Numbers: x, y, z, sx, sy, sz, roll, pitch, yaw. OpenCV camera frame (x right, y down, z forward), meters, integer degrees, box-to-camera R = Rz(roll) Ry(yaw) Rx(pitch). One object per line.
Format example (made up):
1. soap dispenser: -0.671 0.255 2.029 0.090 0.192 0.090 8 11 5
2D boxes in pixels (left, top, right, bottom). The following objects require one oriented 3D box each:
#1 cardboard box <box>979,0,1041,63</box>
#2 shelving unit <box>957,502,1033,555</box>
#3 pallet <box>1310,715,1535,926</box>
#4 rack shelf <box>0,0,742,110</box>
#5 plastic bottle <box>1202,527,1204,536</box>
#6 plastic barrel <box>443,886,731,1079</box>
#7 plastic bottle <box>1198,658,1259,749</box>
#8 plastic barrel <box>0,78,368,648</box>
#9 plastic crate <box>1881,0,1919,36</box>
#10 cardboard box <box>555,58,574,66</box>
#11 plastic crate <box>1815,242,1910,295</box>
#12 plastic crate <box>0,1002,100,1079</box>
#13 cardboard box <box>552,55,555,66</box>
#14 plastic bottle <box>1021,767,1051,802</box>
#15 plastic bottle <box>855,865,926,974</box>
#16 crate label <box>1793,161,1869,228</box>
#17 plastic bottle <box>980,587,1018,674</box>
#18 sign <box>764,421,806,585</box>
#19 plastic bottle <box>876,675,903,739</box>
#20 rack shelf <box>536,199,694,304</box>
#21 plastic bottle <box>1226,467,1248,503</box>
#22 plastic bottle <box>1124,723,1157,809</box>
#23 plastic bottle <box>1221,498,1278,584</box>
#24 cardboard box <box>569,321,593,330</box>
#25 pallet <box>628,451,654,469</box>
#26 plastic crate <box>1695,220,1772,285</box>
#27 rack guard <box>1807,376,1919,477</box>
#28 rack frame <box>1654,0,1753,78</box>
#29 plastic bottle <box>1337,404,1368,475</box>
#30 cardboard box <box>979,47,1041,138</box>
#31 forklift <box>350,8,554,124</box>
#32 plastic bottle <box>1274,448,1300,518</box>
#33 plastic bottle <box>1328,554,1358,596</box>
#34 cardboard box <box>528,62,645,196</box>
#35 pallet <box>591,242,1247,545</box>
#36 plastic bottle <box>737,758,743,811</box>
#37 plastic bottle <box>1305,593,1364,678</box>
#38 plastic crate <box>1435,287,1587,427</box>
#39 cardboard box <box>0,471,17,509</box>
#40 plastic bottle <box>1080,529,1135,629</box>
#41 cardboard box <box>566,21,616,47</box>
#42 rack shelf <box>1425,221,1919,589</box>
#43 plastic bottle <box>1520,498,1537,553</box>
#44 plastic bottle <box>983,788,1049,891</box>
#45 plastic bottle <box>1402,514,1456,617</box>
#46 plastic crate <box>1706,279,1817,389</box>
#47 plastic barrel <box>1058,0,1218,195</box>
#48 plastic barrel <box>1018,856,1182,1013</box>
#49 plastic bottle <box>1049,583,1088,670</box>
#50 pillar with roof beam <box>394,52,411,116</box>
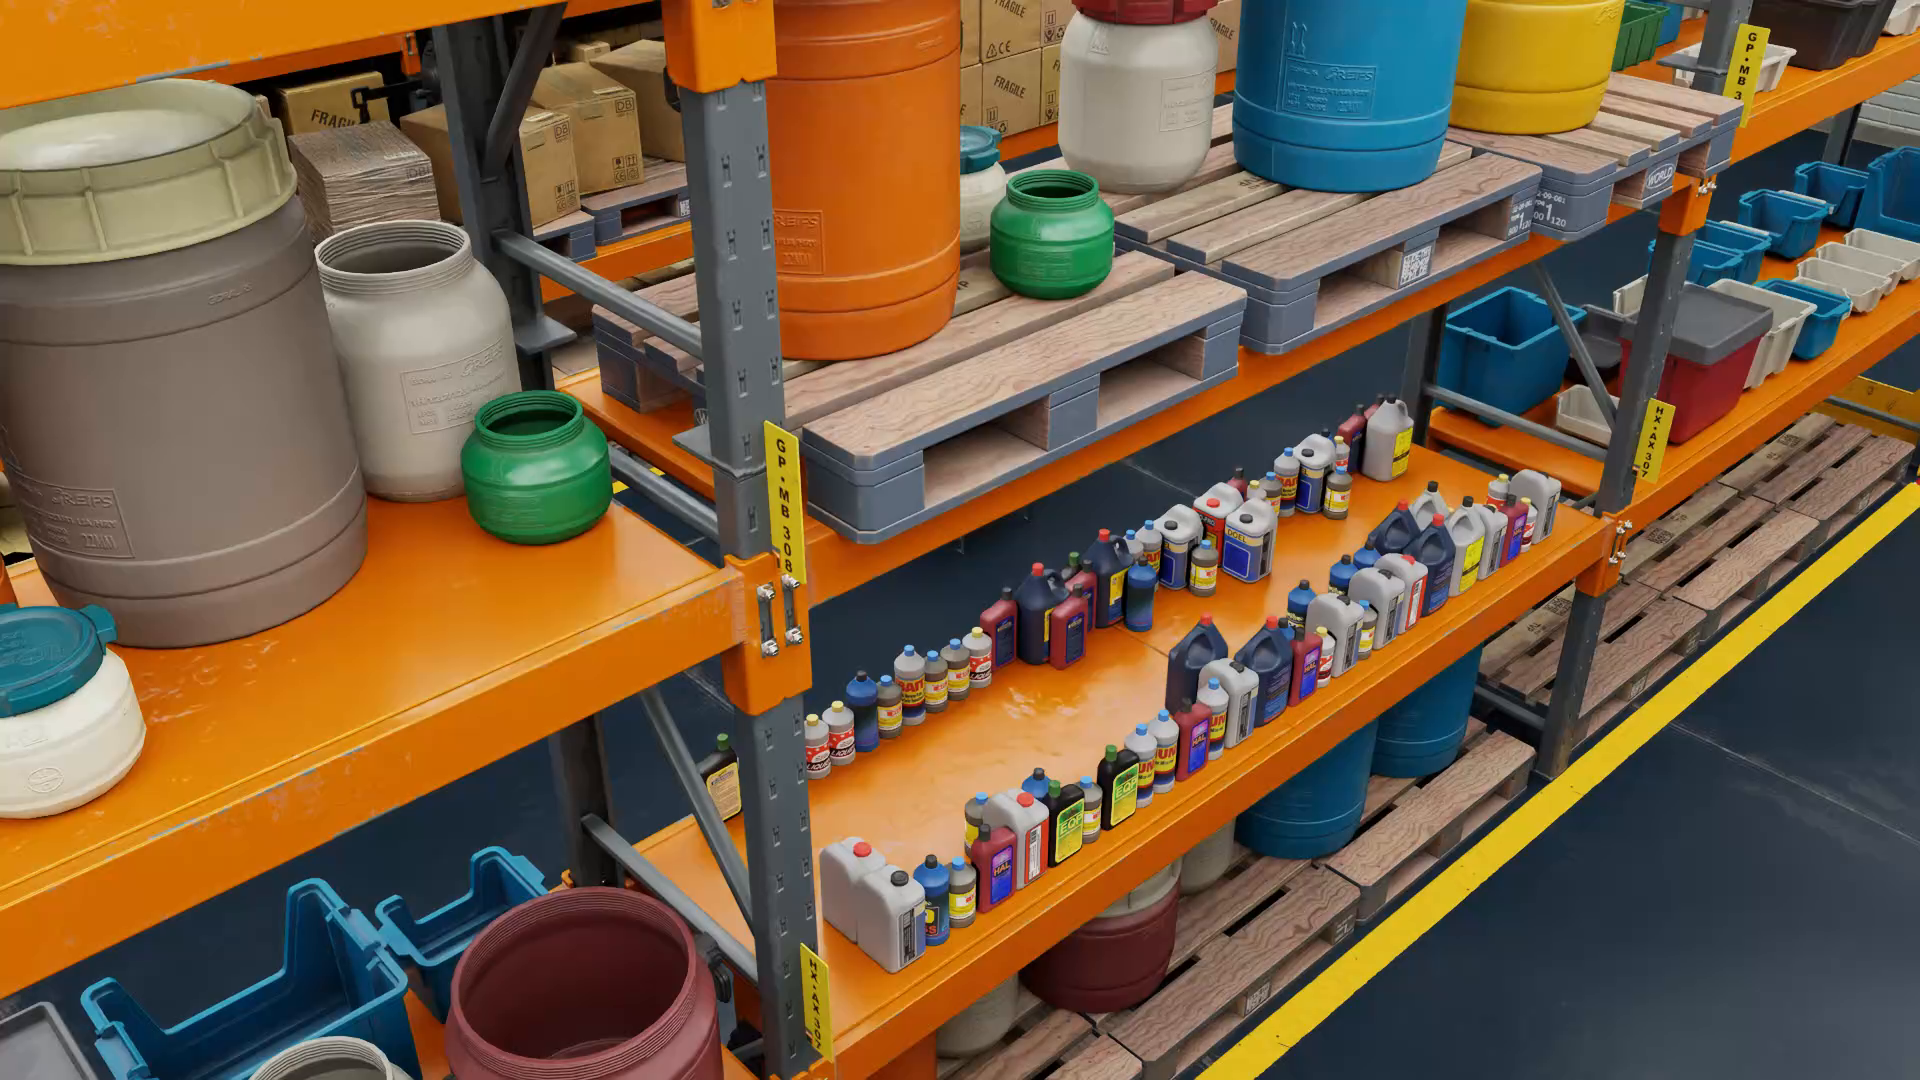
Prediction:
1. cardboard box: 0.143 -3.252 10.138 0.500 0.500 0.500 -27 41 -37
2. shelving unit: 0.121 -0.571 8.533 0.503 1.200 0.258 -26 40 -35
3. pallet: 1.622 0.986 6.935 1.213 0.211 1.003 -26 40 -35
4. rack shelf: -2.183 -0.415 1.876 4.000 0.370 1.077 -26 40 -35
5. plastic bottle: 0.835 0.001 6.063 0.097 0.201 0.097 0 31 0
6. plastic barrel: -0.851 1.180 3.815 0.708 0.536 0.600 -26 40 -35
7. plastic bottle: 0.837 0.489 5.194 0.135 0.276 0.152 -26 40 -35
8. plastic barrel: -1.466 -0.328 3.055 0.600 0.901 0.600 0 31 0
9. plastic crate: 3.803 -2.219 6.882 0.530 0.136 0.437 -26 40 -35
10. cardboard box: -3.531 -3.767 14.028 0.500 0.500 0.700 -26 40 -36
11. plastic crate: 4.452 -1.337 8.257 0.243 0.136 0.396 -26 40 -35
12. plastic crate: -2.110 1.386 3.546 0.583 0.464 0.402 -26 40 -35
13. cardboard box: -3.526 -3.918 13.654 0.250 0.149 0.380 -24 39 -34
14. plastic bottle: 0.222 0.765 4.748 0.097 0.271 0.097 0 31 0
15. plastic bottle: -0.180 0.981 4.390 0.135 0.276 0.152 -26 40 -35
16. crate label: 4.745 -1.873 9.040 0.303 0.233 0.416 -26 40 -35
17. plastic bottle: 0.128 0.295 5.504 0.133 0.283 0.061 -26 40 -35
18. sign: -0.337 -0.070 3.213 0.005 0.325 0.100 -26 40 -35
19. plastic bottle: -0.230 0.516 5.221 0.097 0.201 0.097 0 31 0
20. rack shelf: -2.615 -1.341 8.758 4.000 0.370 1.077 -26 40 -35
21. plastic bottle: 1.006 -0.130 6.198 0.133 0.283 0.061 -26 40 -35
22. plastic bottle: 0.530 0.659 4.921 0.097 0.271 0.097 0 31 0
23. plastic bottle: 1.042 -0.003 5.999 0.135 0.276 0.152 -26 40 -35
24. cardboard box: -2.424 -1.033 9.538 0.500 0.500 0.500 -25 40 -35
25. pallet: -1.719 -0.865 9.962 1.213 0.211 1.003 -26 40 -35
26. plastic crate: 3.779 -1.406 8.276 0.300 0.233 0.416 -26 40 -35
27. rack guard: 5.158 -0.827 9.623 0.348 0.500 1.175 -26 40 -35
28. rack frame: 2.216 -3.021 5.064 0.127 3.000 1.000 -26 40 -35
29. plastic bottle: 1.560 -0.397 6.636 0.133 0.283 0.061 -26 40 -35
30. cardboard box: 0.152 -2.836 10.417 0.500 0.500 0.500 -26 40 -36
31. forklift: -3.473 -2.995 10.838 3.031 2.935 1.130 -24 39 -34
32. plastic bottle: 1.246 -0.227 6.370 0.097 0.271 0.097 0 31 0
33. plastic bottle: 1.312 0.172 5.716 0.097 0.271 0.097 0 31 0
34. cardboard box: -2.109 -2.229 9.021 0.500 0.500 0.700 -19 36 -28
35. pallet: -0.089 -0.476 3.958 1.213 0.211 1.003 -26 40 -35
36. plastic bottle: -0.613 0.702 4.918 0.097 0.201 0.097 0 31 0
37. plastic bottle: 1.241 0.294 5.514 0.135 0.276 0.152 -26 40 -35
38. plastic crate: 2.327 -0.776 7.102 0.575 0.384 0.392 -26 40 -35
39. cardboard box: -4.666 -0.111 7.751 0.500 0.311 0.500 -24 39 -34
40. plastic bottle: 0.506 0.113 5.737 0.185 0.351 0.144 -26 40 -35
41. cardboard box: -3.190 -4.354 14.366 0.250 0.149 0.380 -27 40 -36
42. rack shelf: 3.683 -0.864 7.977 4.000 0.370 1.077 -26 40 -35
43. plastic bottle: 2.081 -0.061 6.166 0.097 0.201 0.097 0 31 0
44. plastic bottle: 0.160 0.817 4.658 0.135 0.276 0.152 -26 40 -35
45. plastic bottle: 1.629 0.077 5.797 0.185 0.351 0.144 -26 40 -35
46. plastic crate: 3.461 -0.907 7.415 0.530 0.282 0.437 -26 40 -35
47. plastic barrel: 0.481 -1.246 4.504 0.433 0.535 0.433 0 31 0
48. plastic barrel: 0.459 1.227 5.778 0.708 0.588 0.600 -26 40 -35
49. plastic bottle: 0.362 0.285 5.521 0.133 0.283 0.061 -26 40 -35
50. pillar with roof beam: -1.667 -5.743 9.516 0.400 9.000 9.100 -26 40 -35
